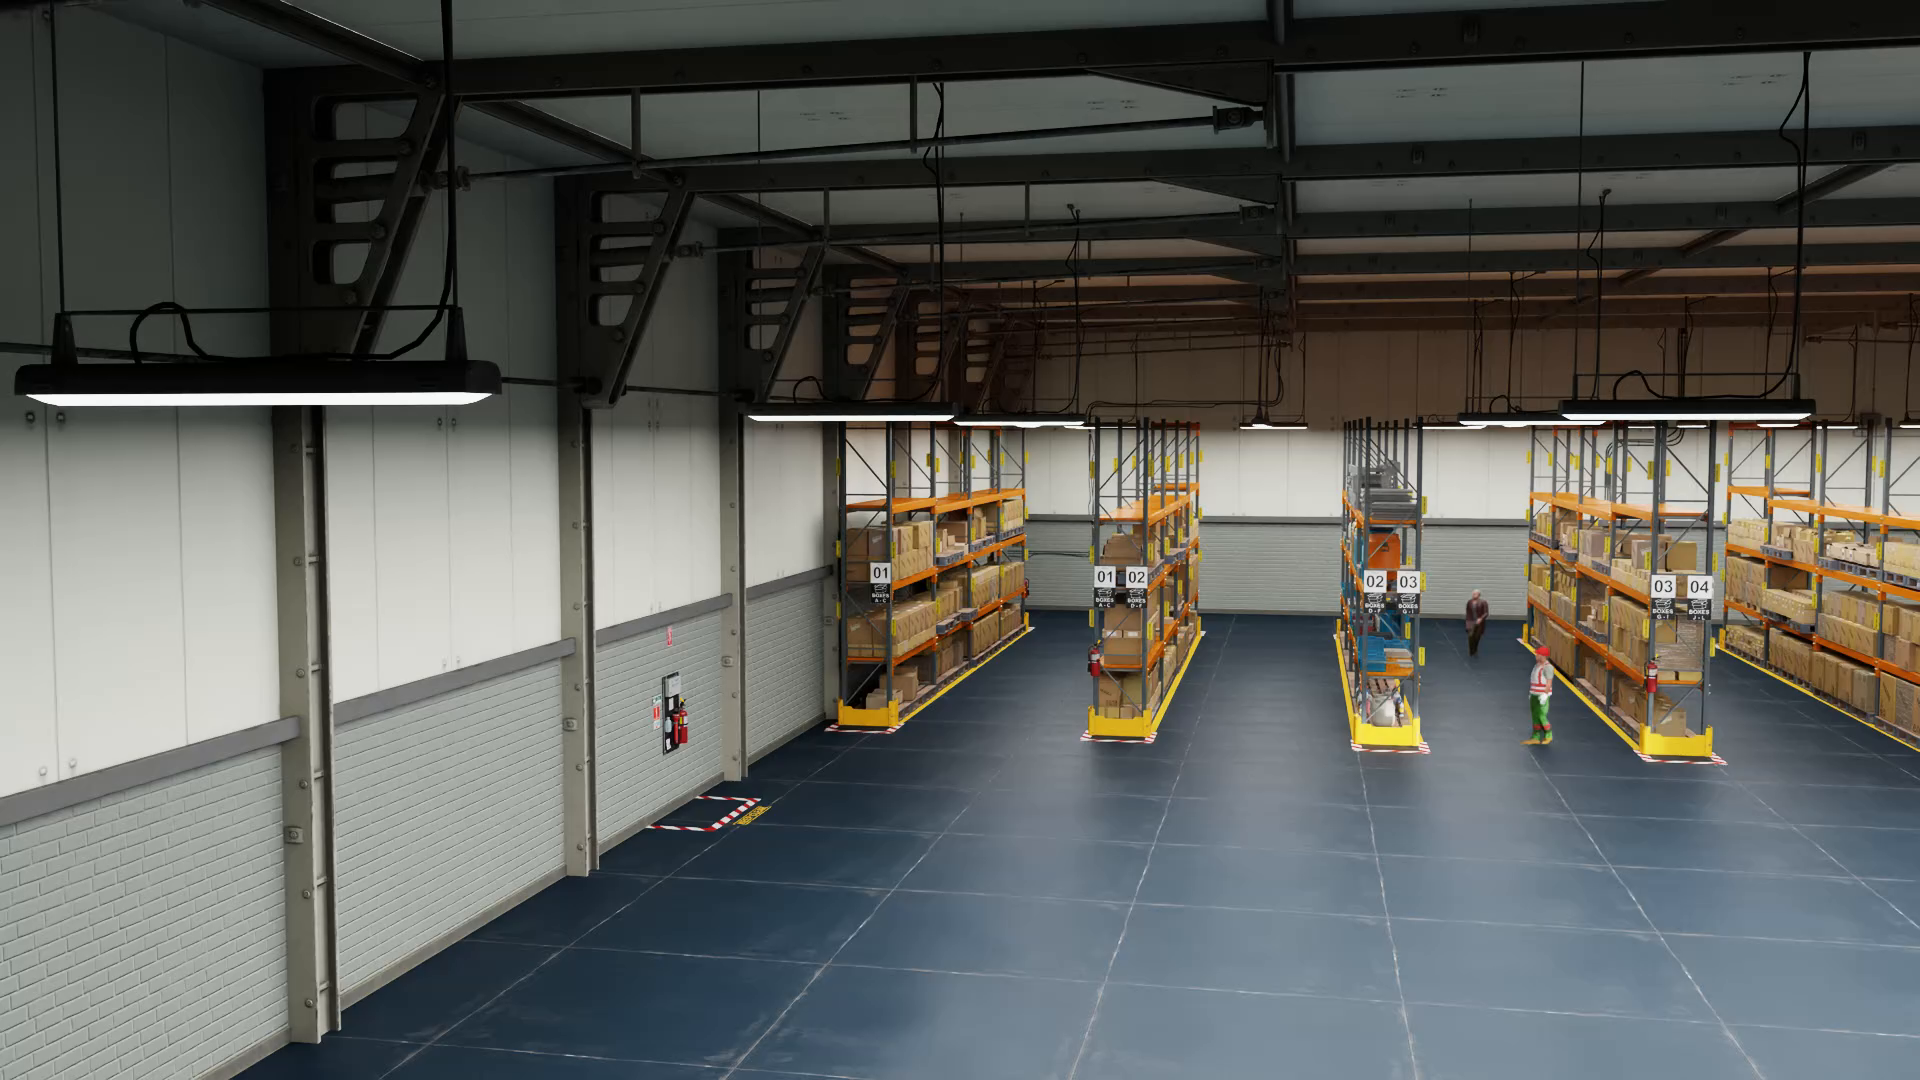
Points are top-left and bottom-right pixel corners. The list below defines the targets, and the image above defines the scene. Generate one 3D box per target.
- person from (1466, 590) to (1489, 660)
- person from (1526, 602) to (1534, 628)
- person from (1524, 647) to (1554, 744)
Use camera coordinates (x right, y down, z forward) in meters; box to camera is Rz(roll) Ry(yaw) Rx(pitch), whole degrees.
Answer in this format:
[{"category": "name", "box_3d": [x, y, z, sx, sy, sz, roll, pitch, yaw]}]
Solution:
[{"category": "person", "box_3d": [13.099, 2.158, 42.186, 0.545, 1.813, 0.936, 1, 4, 11]}, {"category": "person", "box_3d": [16.544, 1.839, 47.908, 0.468, 1.648, 0.401, 3, 4, 34]}, {"category": "person", "box_3d": [10.607, 2.848, 30.438, 0.430, 1.798, 0.587, -2, 4, -24]}]
